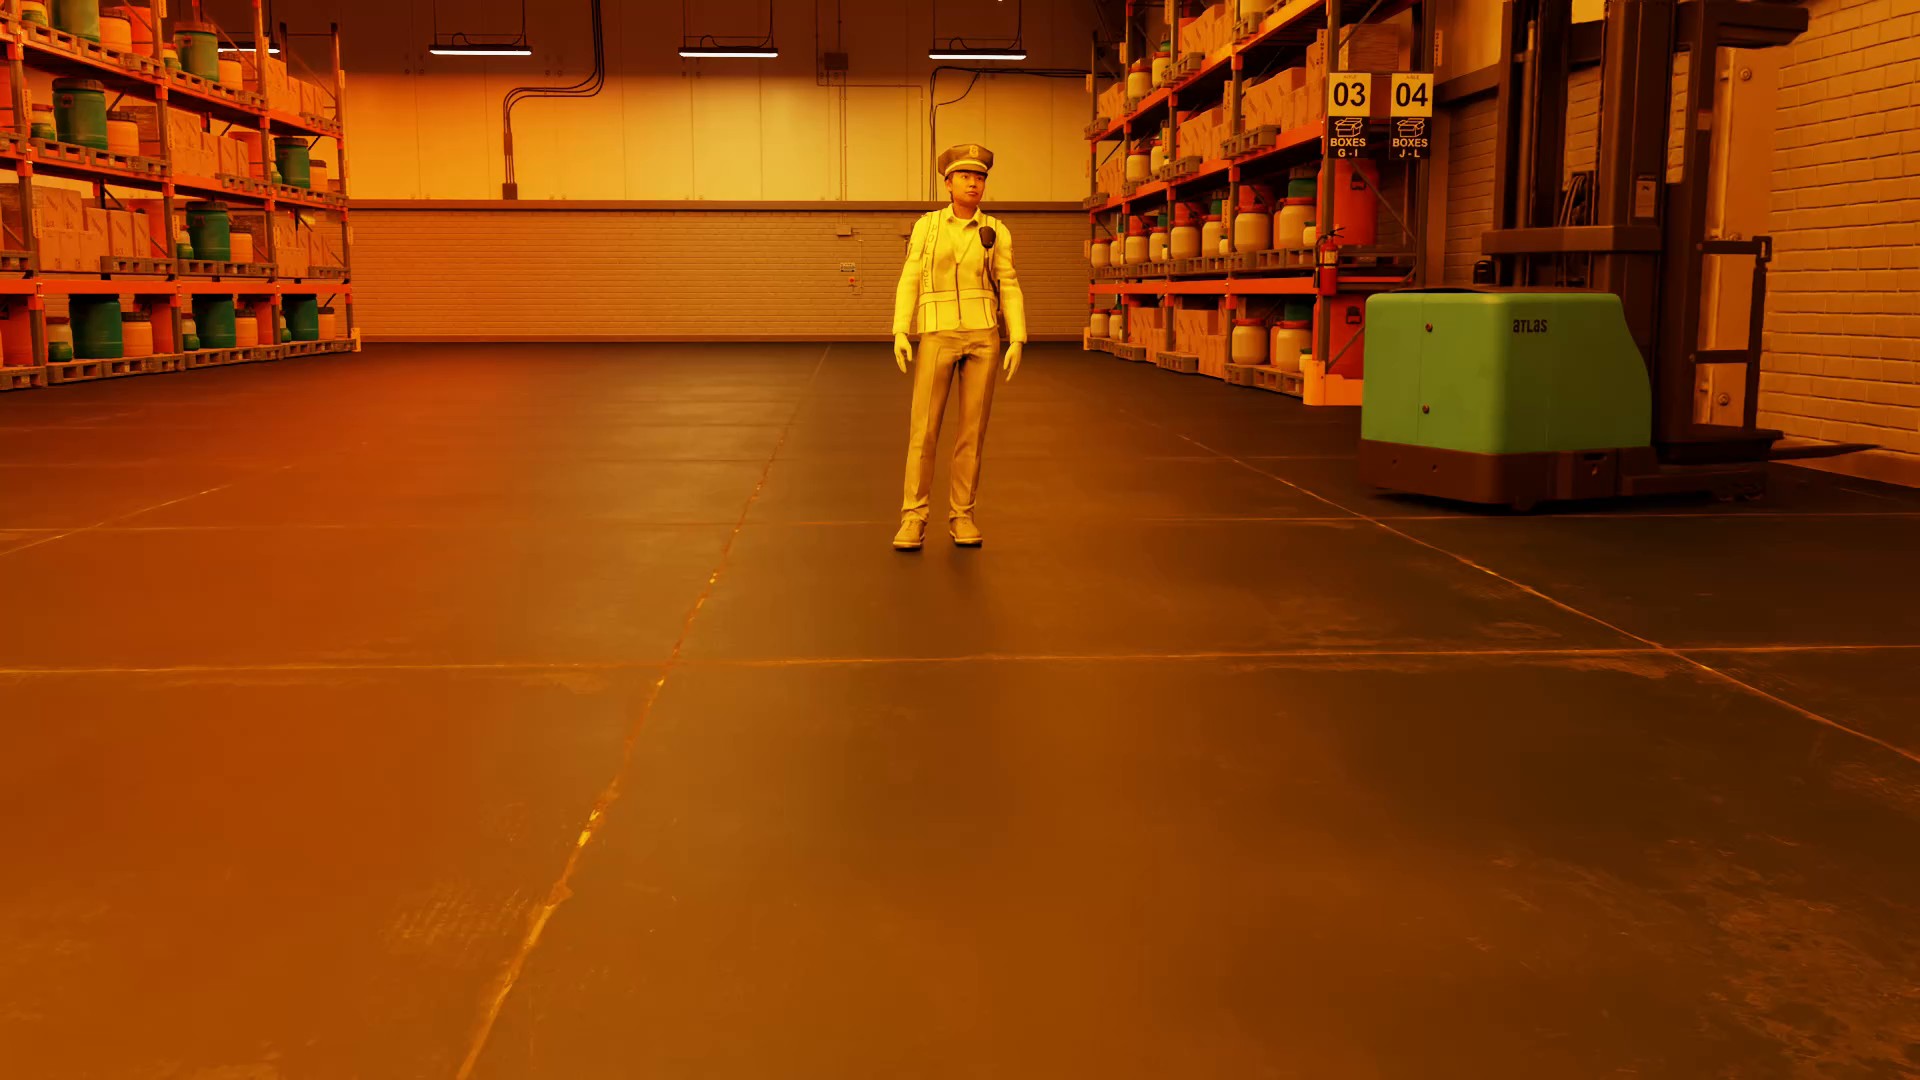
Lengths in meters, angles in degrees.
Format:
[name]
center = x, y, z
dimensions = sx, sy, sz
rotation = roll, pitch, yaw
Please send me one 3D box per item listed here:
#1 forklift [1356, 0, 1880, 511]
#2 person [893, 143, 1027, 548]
[forklift]
center = 3.668, -1.710, 8.846
dimensions = 3.031, 2.935, 1.130
rotation = -4, 9, -25
[person]
center = -0.002, -0.836, 7.118
dimensions = 0.587, 1.696, 0.534
rotation = -1, 8, -4
